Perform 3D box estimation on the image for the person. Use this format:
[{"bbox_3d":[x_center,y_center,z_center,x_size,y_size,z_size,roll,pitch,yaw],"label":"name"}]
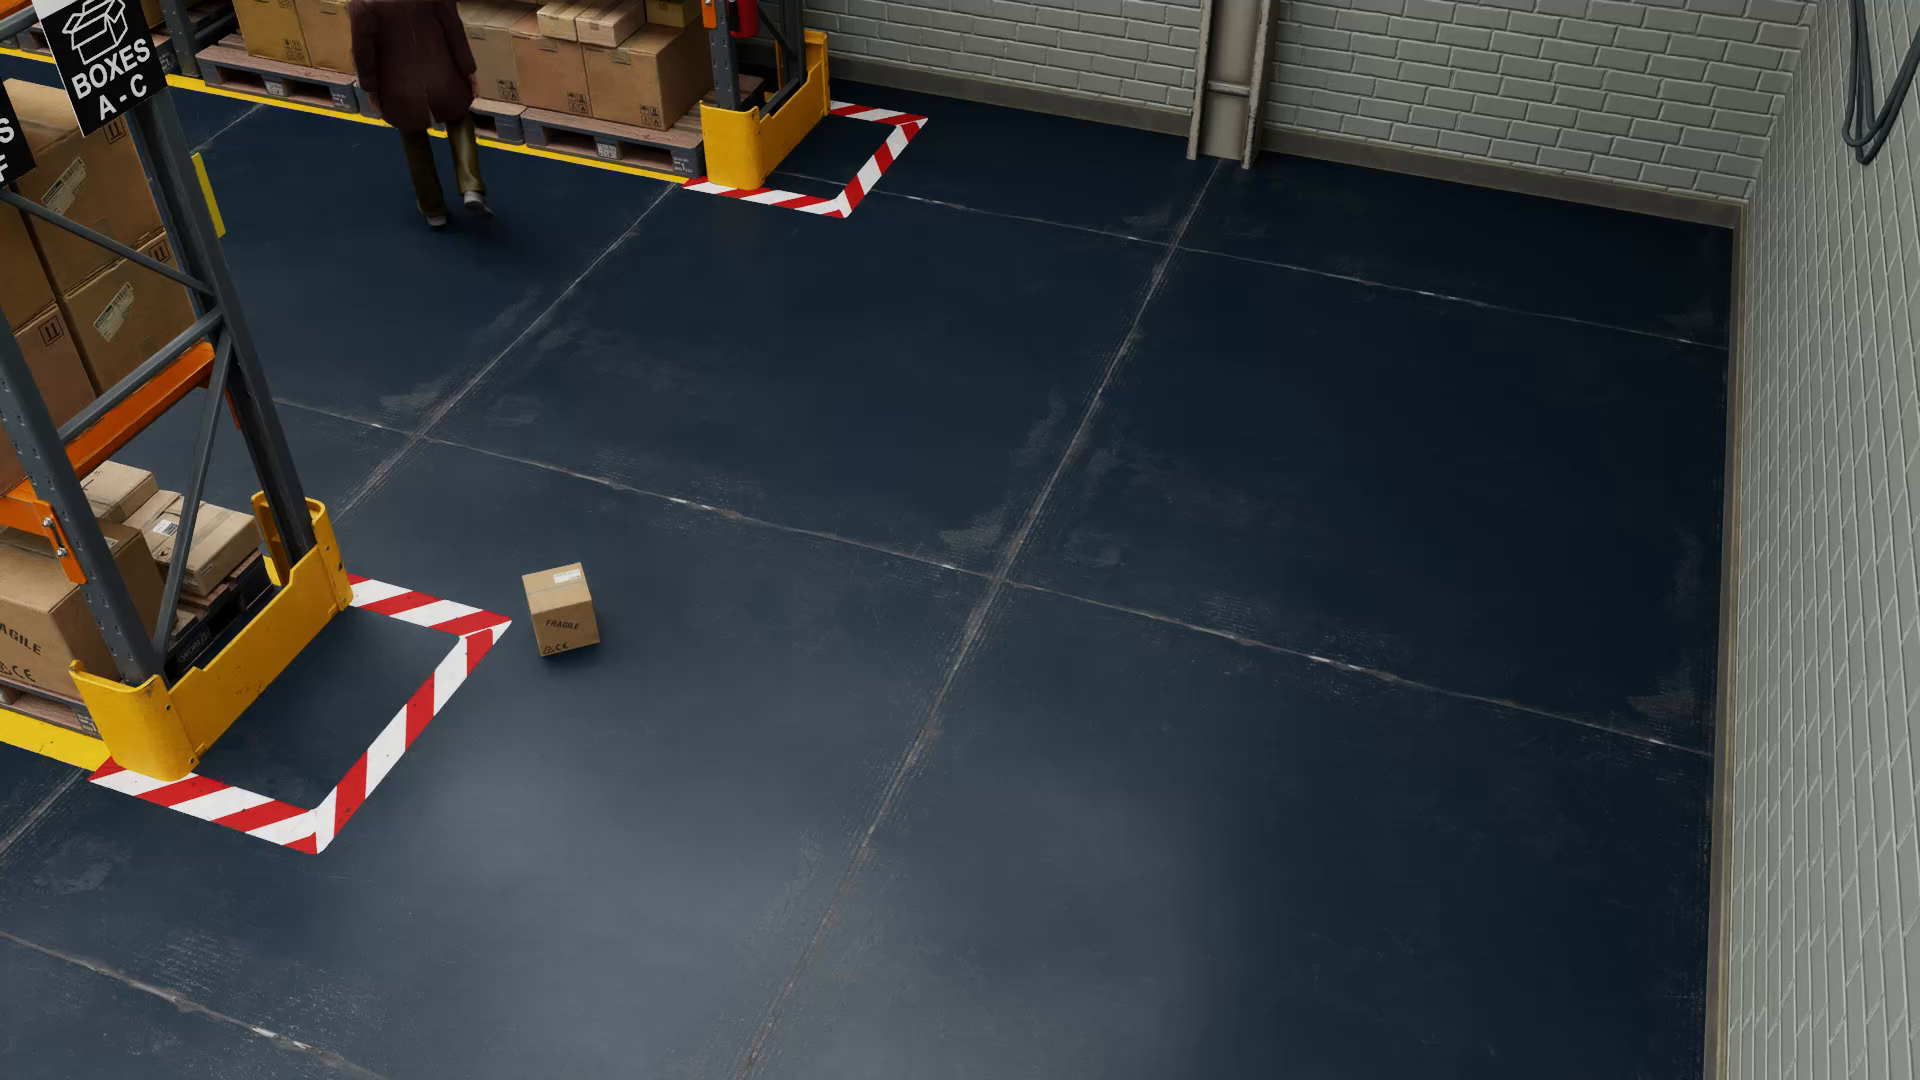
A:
[{"bbox_3d":[-2.950,-2.523,9.037,0.617,1.777,0.601,-17,44,-19],"label":"person"}]
